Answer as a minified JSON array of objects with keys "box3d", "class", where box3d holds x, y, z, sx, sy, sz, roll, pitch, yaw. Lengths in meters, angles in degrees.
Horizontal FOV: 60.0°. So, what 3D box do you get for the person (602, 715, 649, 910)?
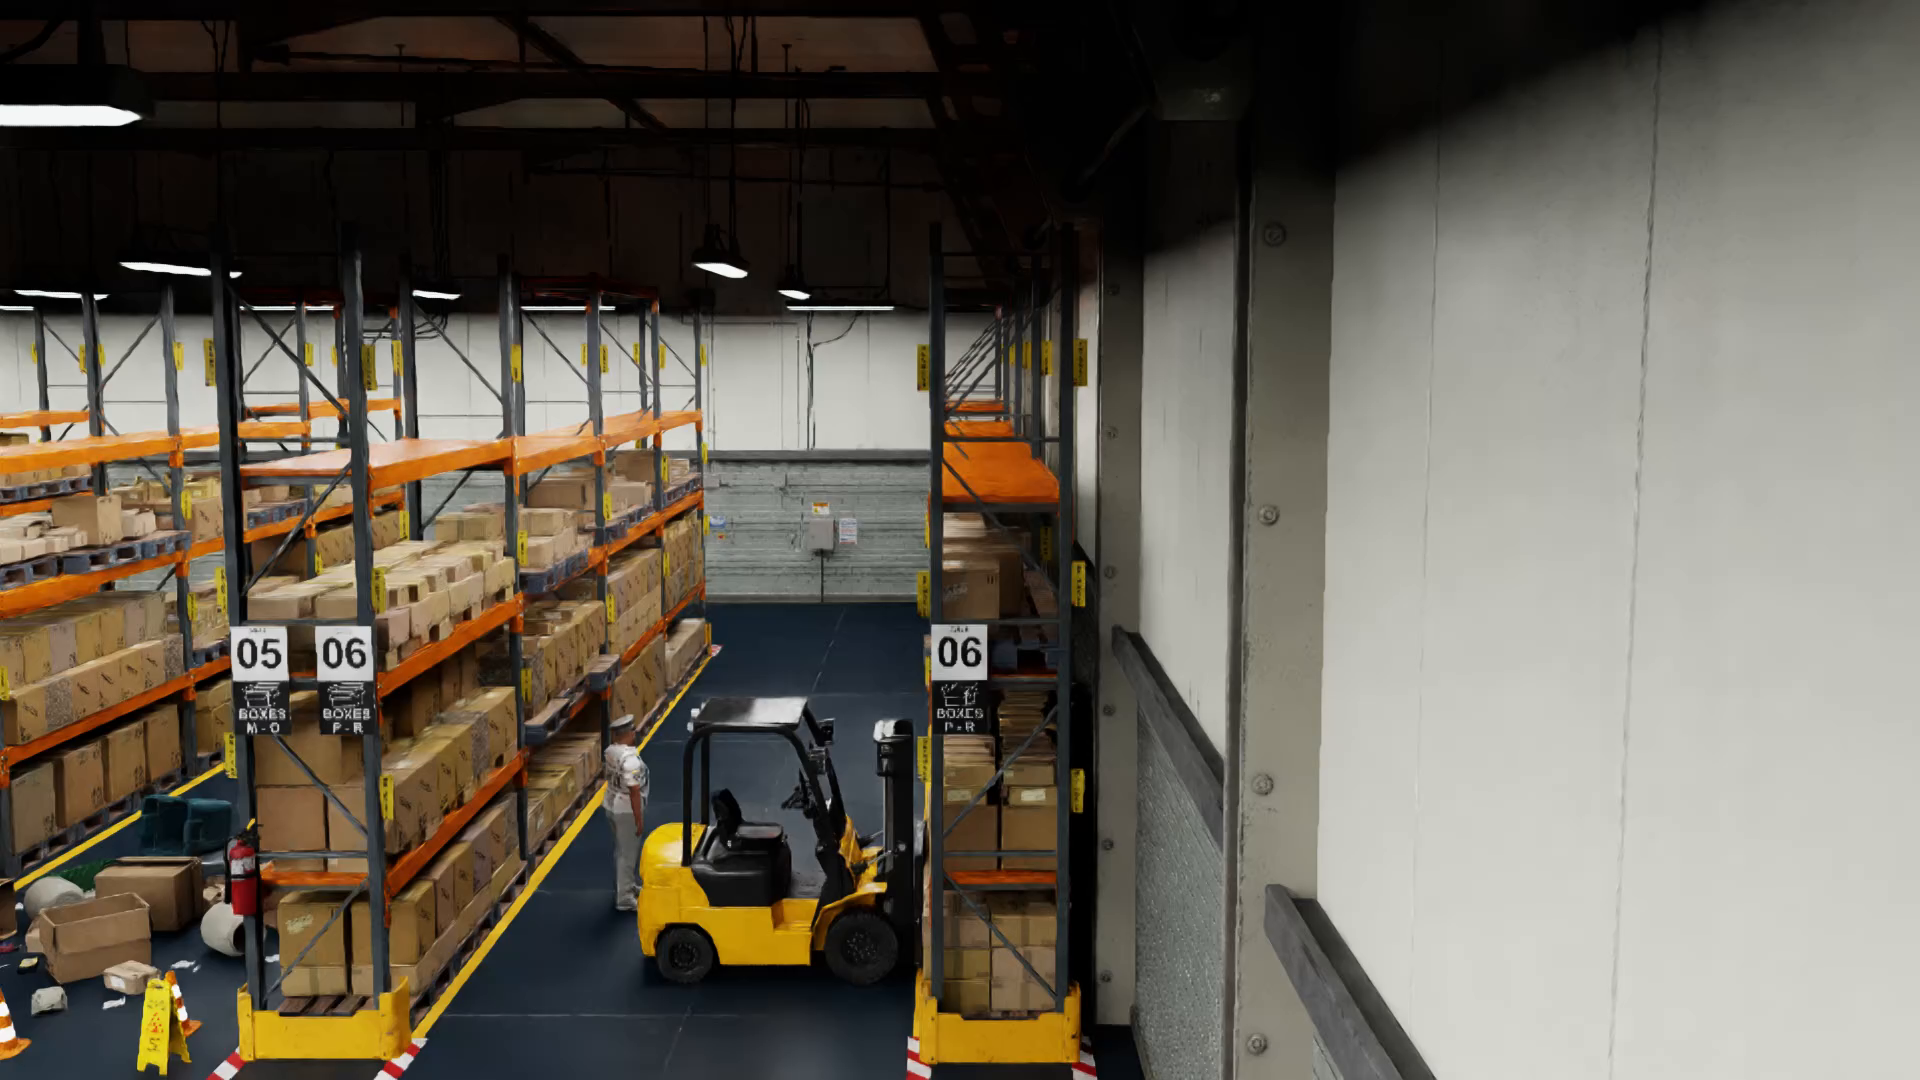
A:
[{"box3d":[-3.037,2.493,15.364,0.449,1.758,0.589,-4,8,-32],"class":"person"}]
